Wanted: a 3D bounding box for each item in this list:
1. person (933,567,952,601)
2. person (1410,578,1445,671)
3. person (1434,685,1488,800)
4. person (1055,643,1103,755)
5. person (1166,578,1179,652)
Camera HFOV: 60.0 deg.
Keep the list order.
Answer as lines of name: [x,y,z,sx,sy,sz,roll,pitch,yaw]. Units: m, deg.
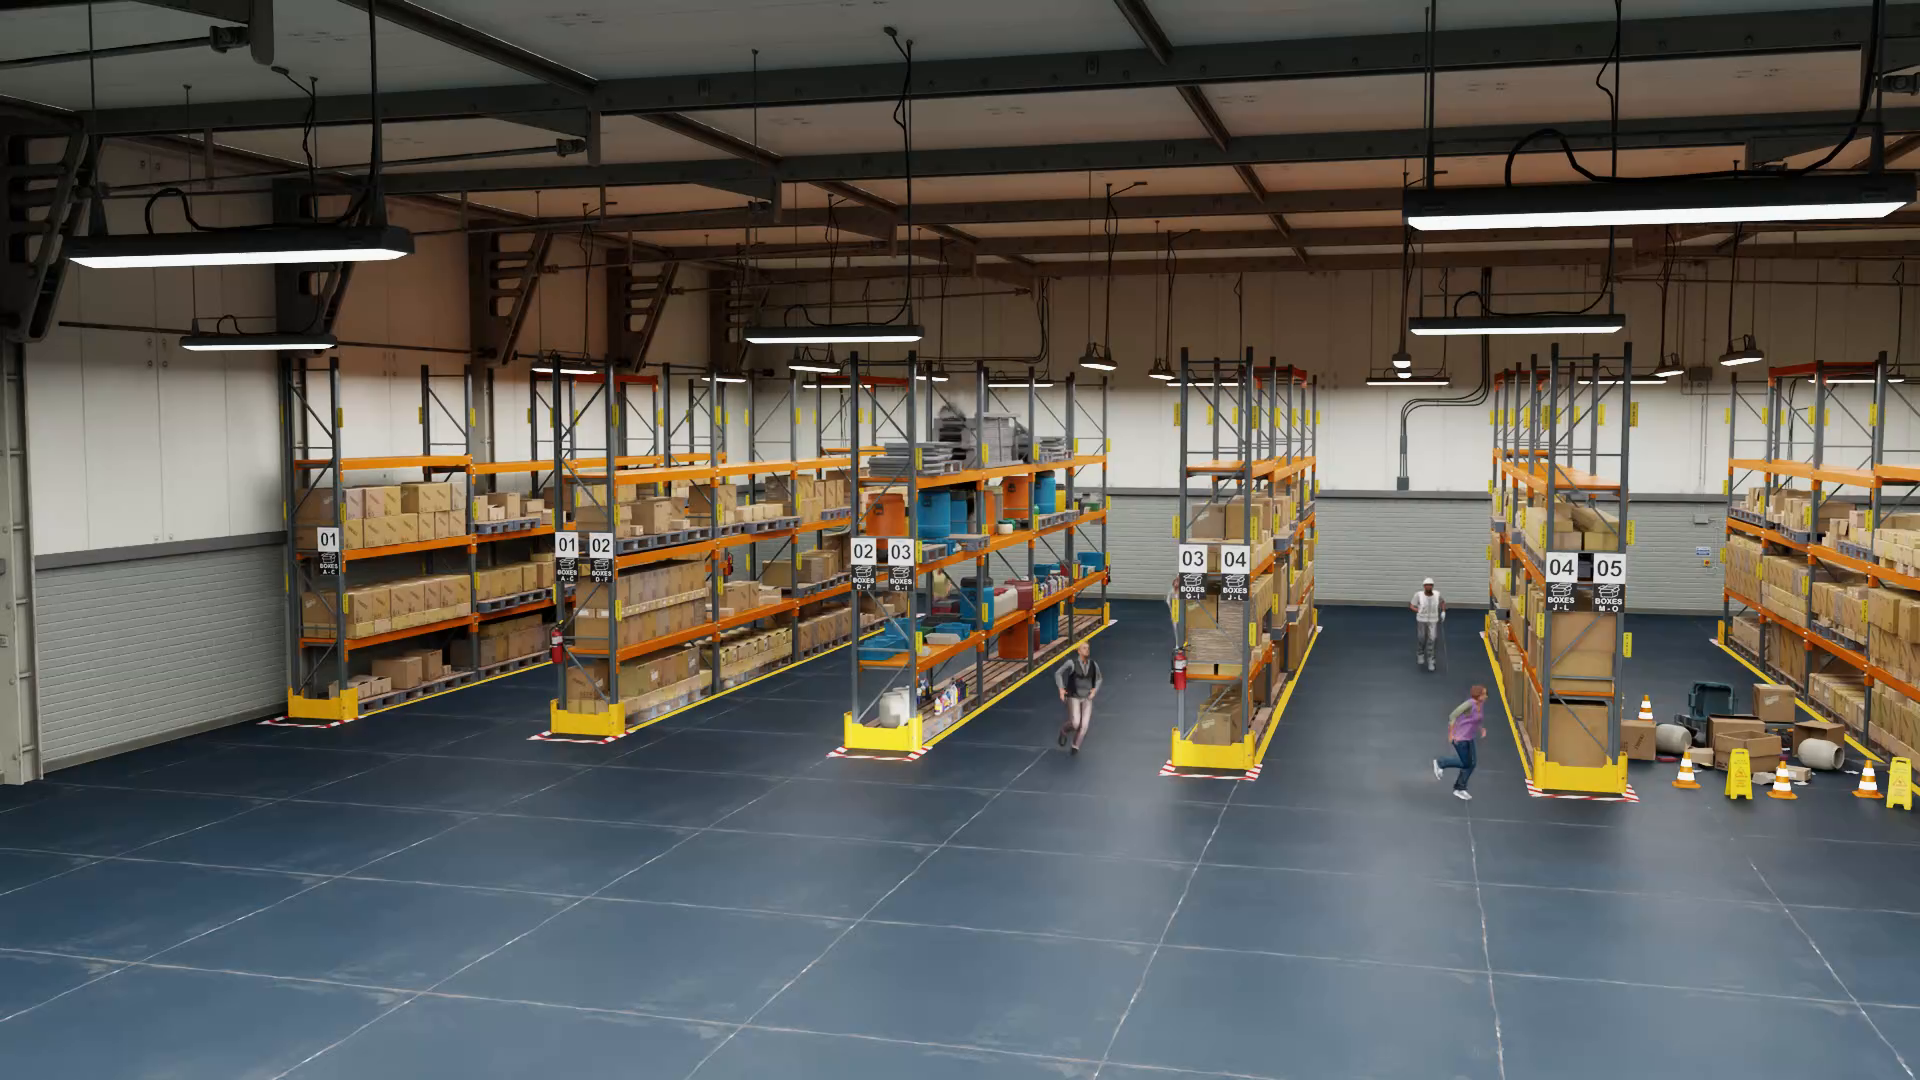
person: [-0.468,1.325,39.084,0.564,1.644,0.813,0,4,5]
person: [9.365,1.669,33.304,0.704,1.832,0.850,1,4,9]
person: [6.623,2.647,22.002,0.721,1.538,0.533,4,6,41]
person: [1.806,2.363,24.768,0.708,1.660,0.540,-1,4,-18]
person: [4.741,1.601,36.018,0.545,1.582,0.833,1,4,14]
